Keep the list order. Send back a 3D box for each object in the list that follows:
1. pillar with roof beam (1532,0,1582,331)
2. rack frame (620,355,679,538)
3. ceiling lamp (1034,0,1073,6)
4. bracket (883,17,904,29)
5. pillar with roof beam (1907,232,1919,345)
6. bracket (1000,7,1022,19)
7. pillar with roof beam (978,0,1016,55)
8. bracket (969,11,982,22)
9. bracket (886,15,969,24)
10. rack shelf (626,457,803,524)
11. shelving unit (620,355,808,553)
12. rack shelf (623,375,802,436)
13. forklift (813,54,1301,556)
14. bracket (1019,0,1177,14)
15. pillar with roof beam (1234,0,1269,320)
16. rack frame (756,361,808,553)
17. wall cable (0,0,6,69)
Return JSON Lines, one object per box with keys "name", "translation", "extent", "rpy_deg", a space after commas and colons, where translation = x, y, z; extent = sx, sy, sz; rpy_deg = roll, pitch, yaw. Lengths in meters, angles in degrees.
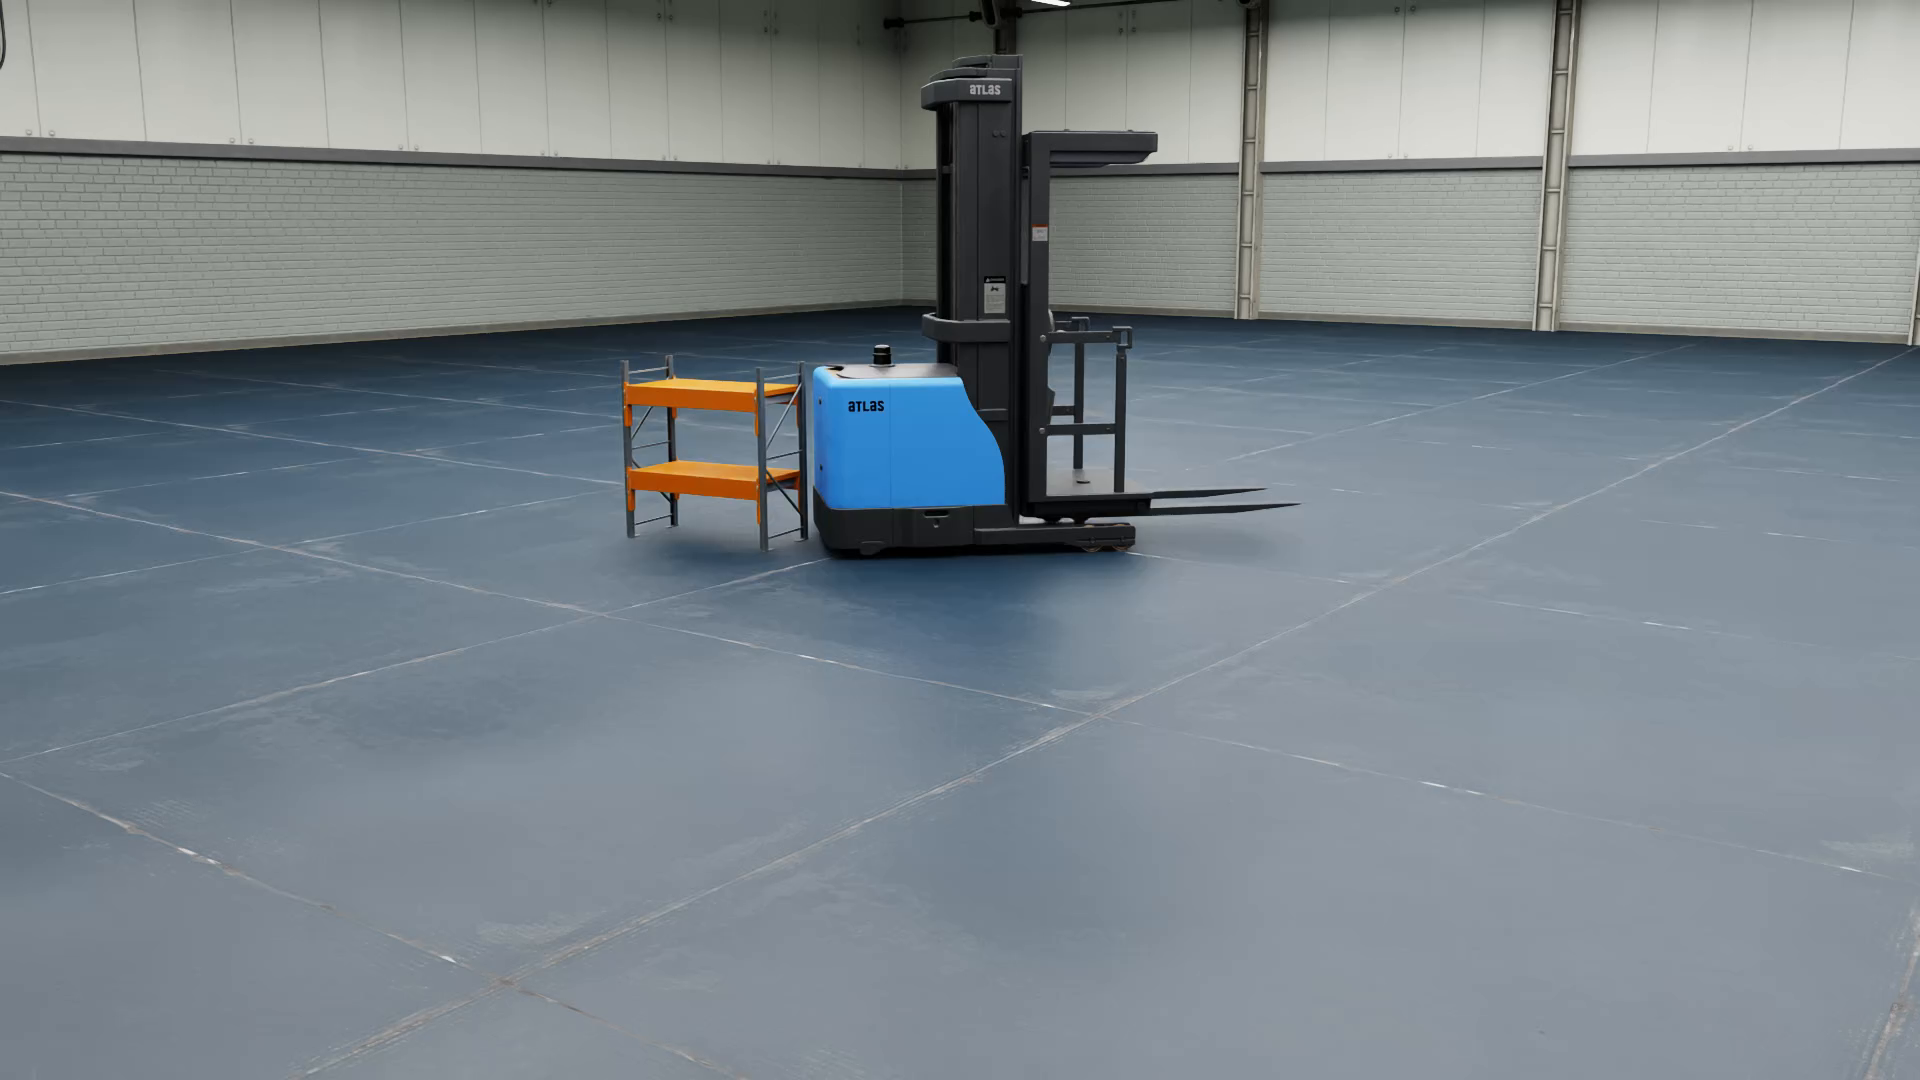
{"name": "pillar with roof beam", "translation": [8.094, -7.568, 25.958], "extent": [0.400, 9.000, 9.100], "rpy_deg": [8, 13, 36]}
{"name": "rack frame", "translation": [-1.995, -0.607, 10.705], "extent": [0.032, 1.125, 0.500], "rpy_deg": [6, 12, 27]}
{"name": "ceiling lamp", "translation": [1.148, -11.248, 29.613], "extent": [0.800, 3.185, 2.000], "rpy_deg": [8, 13, 36]}
{"name": "bracket", "translation": [-1.485, -11.602, 37.334], "extent": [0.430, 0.232, 0.235], "rpy_deg": [8, 13, 36]}
{"name": "pillar with roof beam", "translation": [12.930, -6.894, 22.471], "extent": [0.400, 9.000, 9.100], "rpy_deg": [8, 13, 36]}
{"name": "bracket", "translation": [1.095, -11.243, 35.475], "extent": [0.430, 0.232, 0.235], "rpy_deg": [8, 13, 36]}
{"name": "pillar with roof beam", "translation": [-1.578, -8.917, 32.932], "extent": [0.548, 9.000, 9.100], "rpy_deg": [8, 13, 36]}
{"name": "bracket", "translation": [0.426, -11.336, 35.957], "extent": [0.430, 0.232, 0.235], "rpy_deg": [8, 13, 36]}
{"name": "bracket", "translation": [-1.009, -11.536, 36.991], "extent": [3.189, 0.066, 0.076], "rpy_deg": [8, 13, 36]}
{"name": "rack shelf", "translation": [-1.543, -0.322, 10.522], "extent": [1.000, 0.278, 0.538], "rpy_deg": [6, 12, 27]}
{"name": "shelving unit", "translation": [-1.543, -0.562, 10.476], "extent": [1.048, 1.125, 0.538], "rpy_deg": [6, 12, 27]}
{"name": "rack shelf", "translation": [-1.543, -0.850, 10.420], "extent": [1.000, 0.278, 0.538], "rpy_deg": [6, 12, 27]}
{"name": "forklift", "translation": [0.619, -1.461, 10.366], "extent": [3.031, 2.935, 1.130], "rpy_deg": [-2, 11, -10]}
{"name": "bracket", "translation": [3.171, -10.953, 33.977], "extent": [4.783, 0.066, 0.076], "rpy_deg": [8, 13, 36]}
{"name": "pillar with roof beam", "translation": [3.258, -8.243, 29.445], "extent": [0.548, 9.000, 9.100], "rpy_deg": [8, 13, 36]}
{"name": "rack frame", "translation": [-1.091, -0.518, 10.247], "extent": [0.032, 1.125, 0.500], "rpy_deg": [6, 12, 27]}
{"name": "wall cable", "translation": [-13.635, -8.409, 21.350], "extent": [0.169, 6.003, 2.305], "rpy_deg": [8, 13, 36]}
